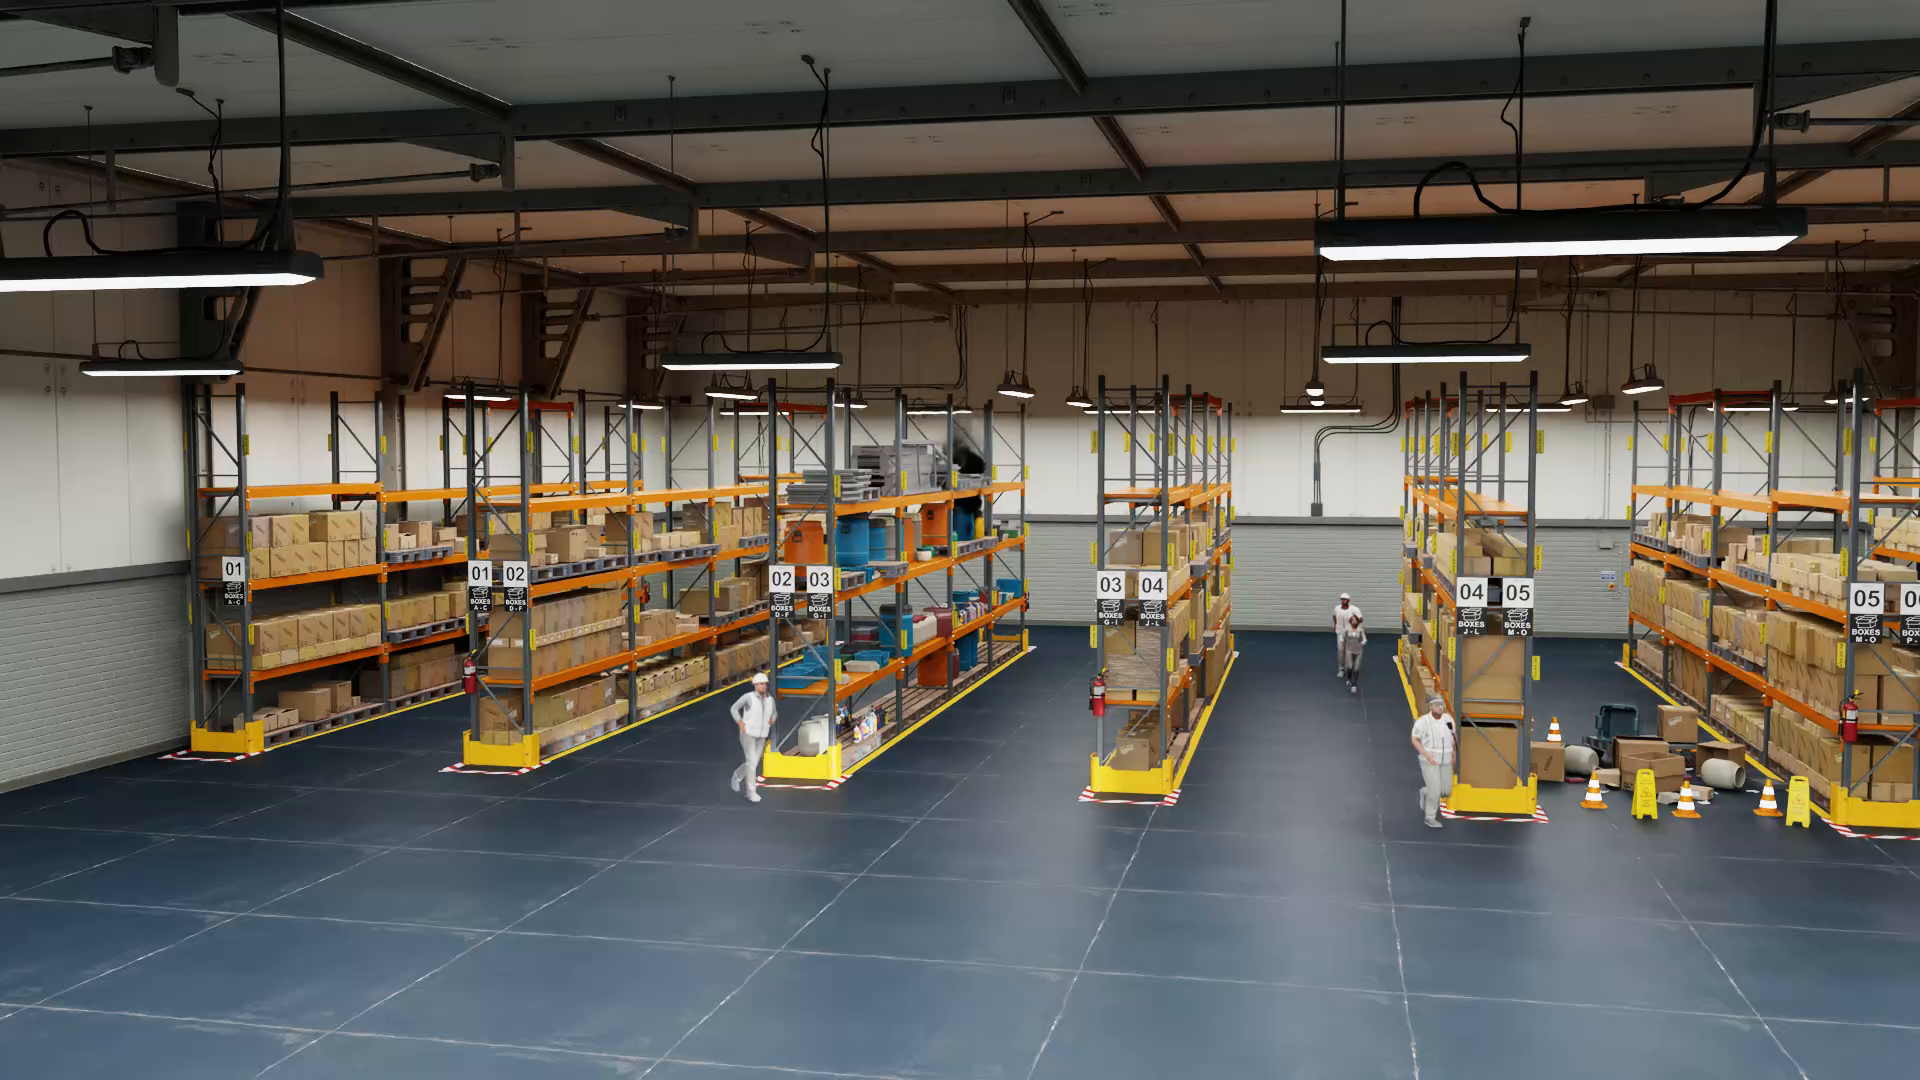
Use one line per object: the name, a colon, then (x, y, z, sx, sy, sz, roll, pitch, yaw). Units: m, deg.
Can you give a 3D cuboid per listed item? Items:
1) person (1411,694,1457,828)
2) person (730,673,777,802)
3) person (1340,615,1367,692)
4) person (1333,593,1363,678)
person: (6.254, 2.880, 21.893, 0.678, 1.754, 0.633, -1, 3, -14)
person: (-2.910, 2.775, 23.732, 0.708, 1.755, 0.825, -3, 4, -42)
person: (7.938, 2.298, 33.567, 0.529, 1.563, 0.571, 1, 3, 11)
person: (8.409, 2.049, 36.138, 0.676, 1.794, 0.909, 1, 3, 21)
